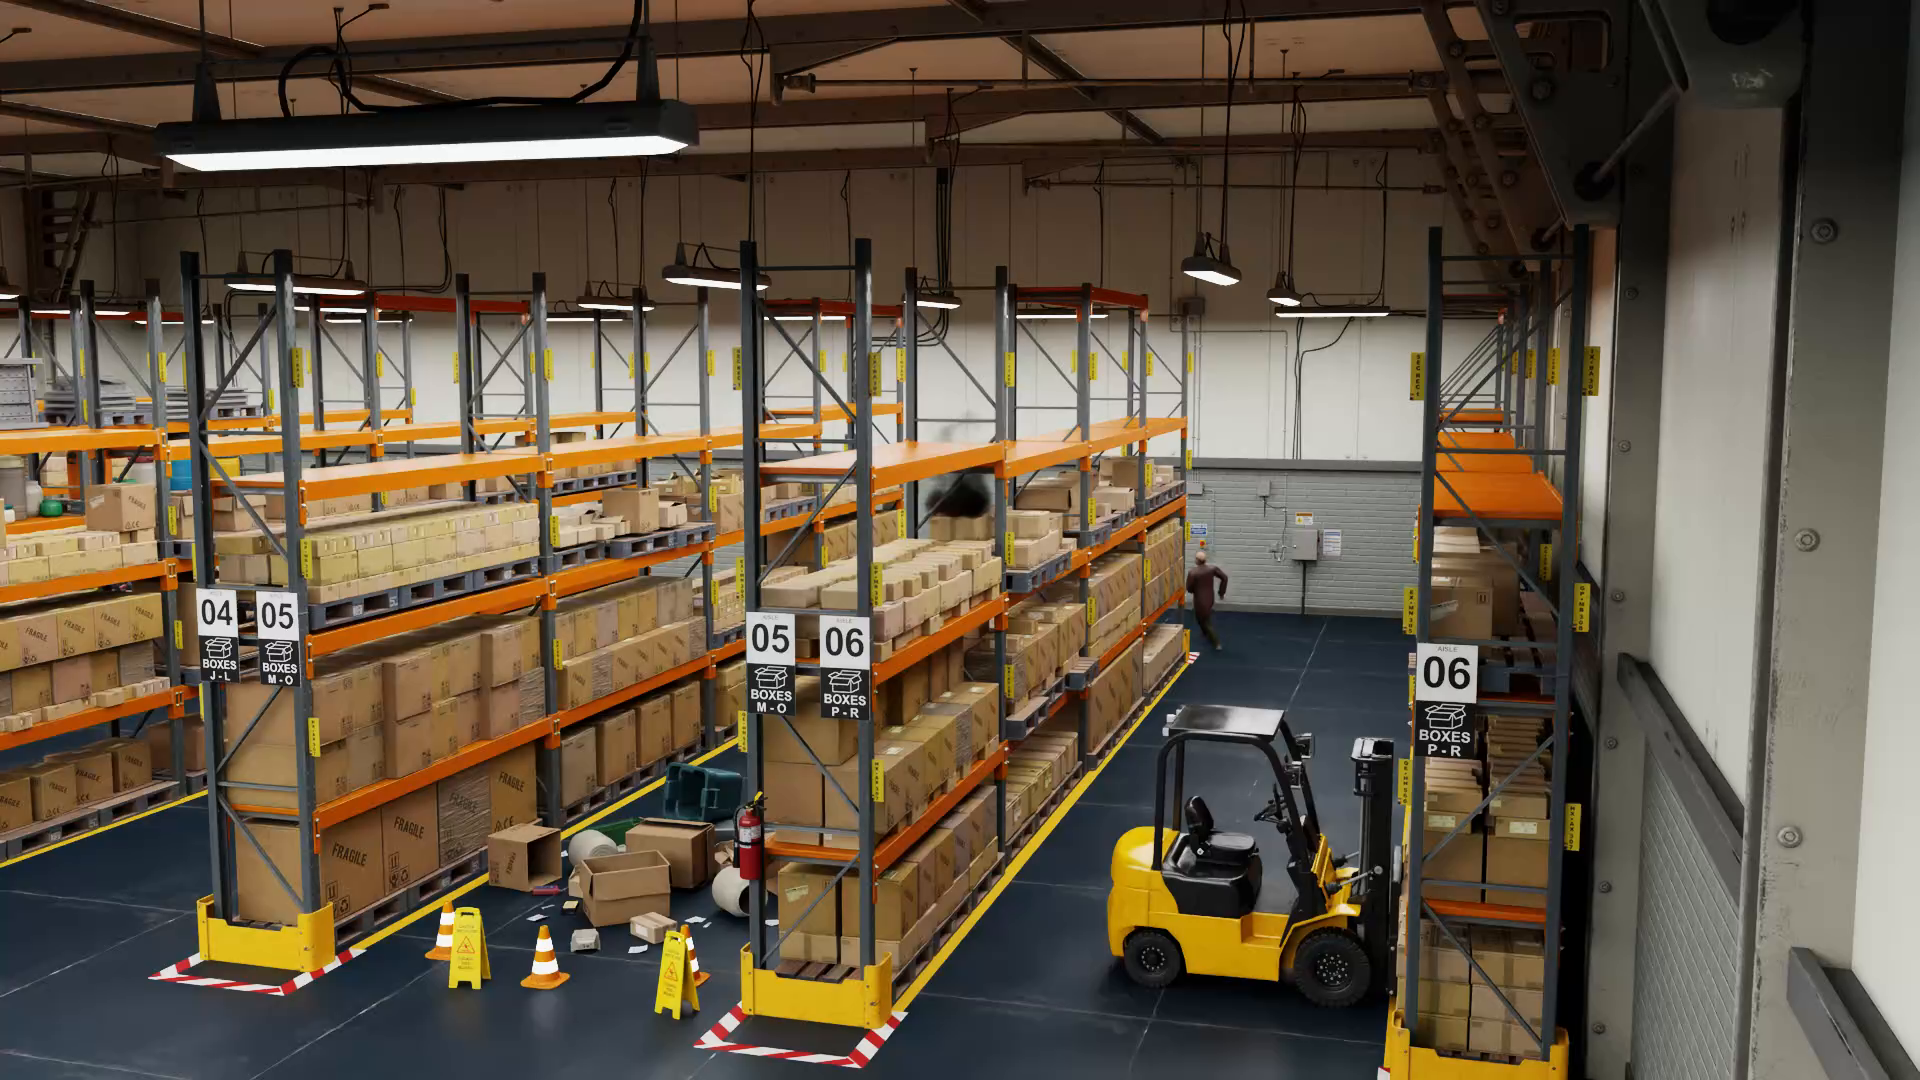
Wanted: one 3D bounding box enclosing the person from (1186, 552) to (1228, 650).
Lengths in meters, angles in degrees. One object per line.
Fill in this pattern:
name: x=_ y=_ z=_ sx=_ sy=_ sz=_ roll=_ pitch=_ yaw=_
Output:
person: x=4.220 y=1.101 z=28.972 sx=0.690 sy=1.625 sz=0.708 roll=-4 pitch=7 yaw=-31
